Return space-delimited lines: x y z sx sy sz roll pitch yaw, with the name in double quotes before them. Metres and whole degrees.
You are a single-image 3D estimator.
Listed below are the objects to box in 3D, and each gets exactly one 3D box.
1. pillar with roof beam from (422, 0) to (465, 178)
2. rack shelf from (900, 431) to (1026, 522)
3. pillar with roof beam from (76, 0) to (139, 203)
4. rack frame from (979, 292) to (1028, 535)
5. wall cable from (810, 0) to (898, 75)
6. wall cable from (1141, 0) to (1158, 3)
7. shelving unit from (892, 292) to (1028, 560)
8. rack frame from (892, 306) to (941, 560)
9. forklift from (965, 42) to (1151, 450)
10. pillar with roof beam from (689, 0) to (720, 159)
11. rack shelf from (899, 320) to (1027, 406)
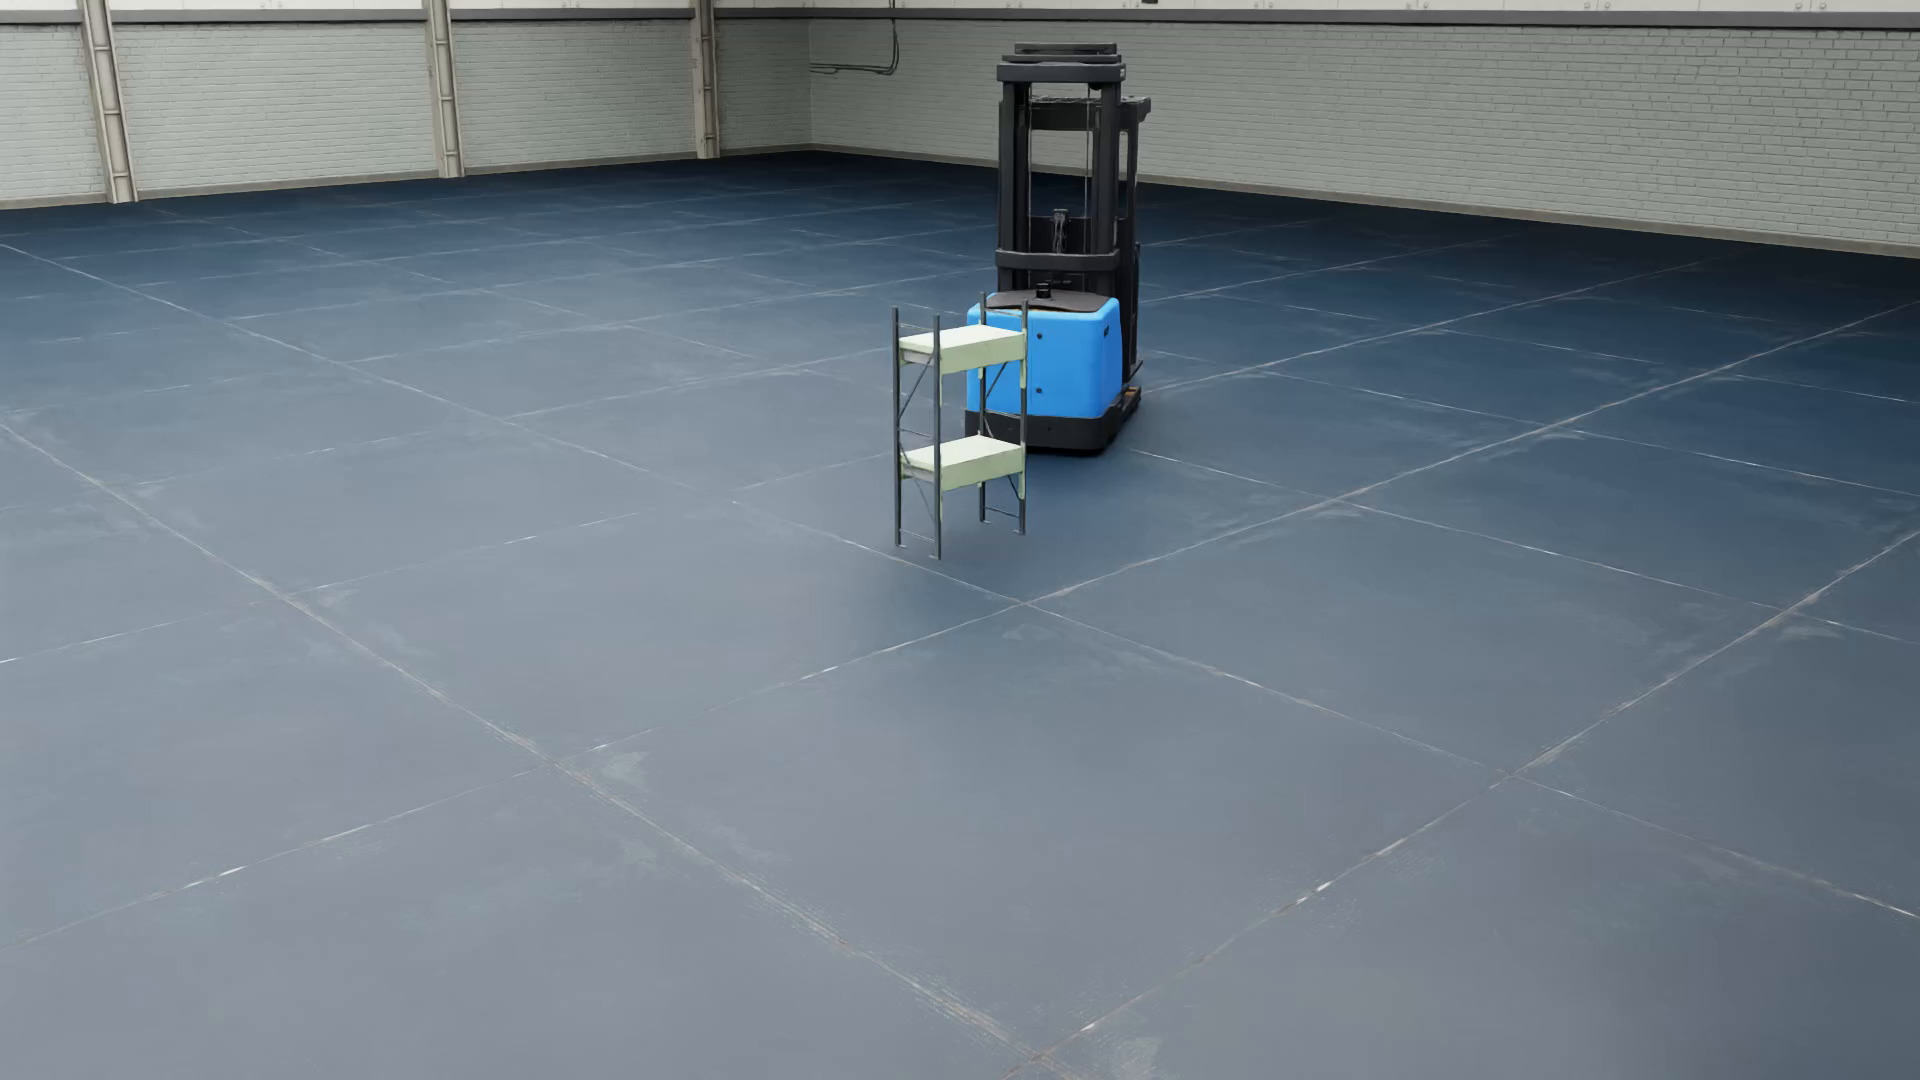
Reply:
"pillar with roof beam" -6.847 -10.313 27.703 0.400 9.000 9.100 -16 24 -41
"rack shelf" 0.005 -0.405 10.358 0.720 0.370 0.431 -16 24 -41
"pillar with roof beam" -11.206 -9.042 23.782 0.400 9.000 9.100 -16 24 -41
"rack frame" 0.271 -0.792 10.497 0.023 1.500 0.400 -16 24 -41
"wall cable" -2.396 -11.400 36.090 0.112 2.526 3.097 -16 24 -41
"wall cable" 4.115 -12.364 28.515 0.169 6.003 2.305 -16 24 -41
"shelving unit" 0.005 -0.715 10.258 0.755 1.500 0.431 -16 24 -41
"rack frame" -0.261 -0.637 10.019 0.023 1.500 0.400 -16 24 -41
"forklift" 0.900 -2.479 13.378 1.130 2.935 3.031 5 19 14
"pillar with roof beam" -2.487 -11.585 31.624 0.400 9.000 9.100 -16 24 -41
"rack shelf" 0.005 -1.086 10.137 0.720 0.370 0.431 -16 24 -41
